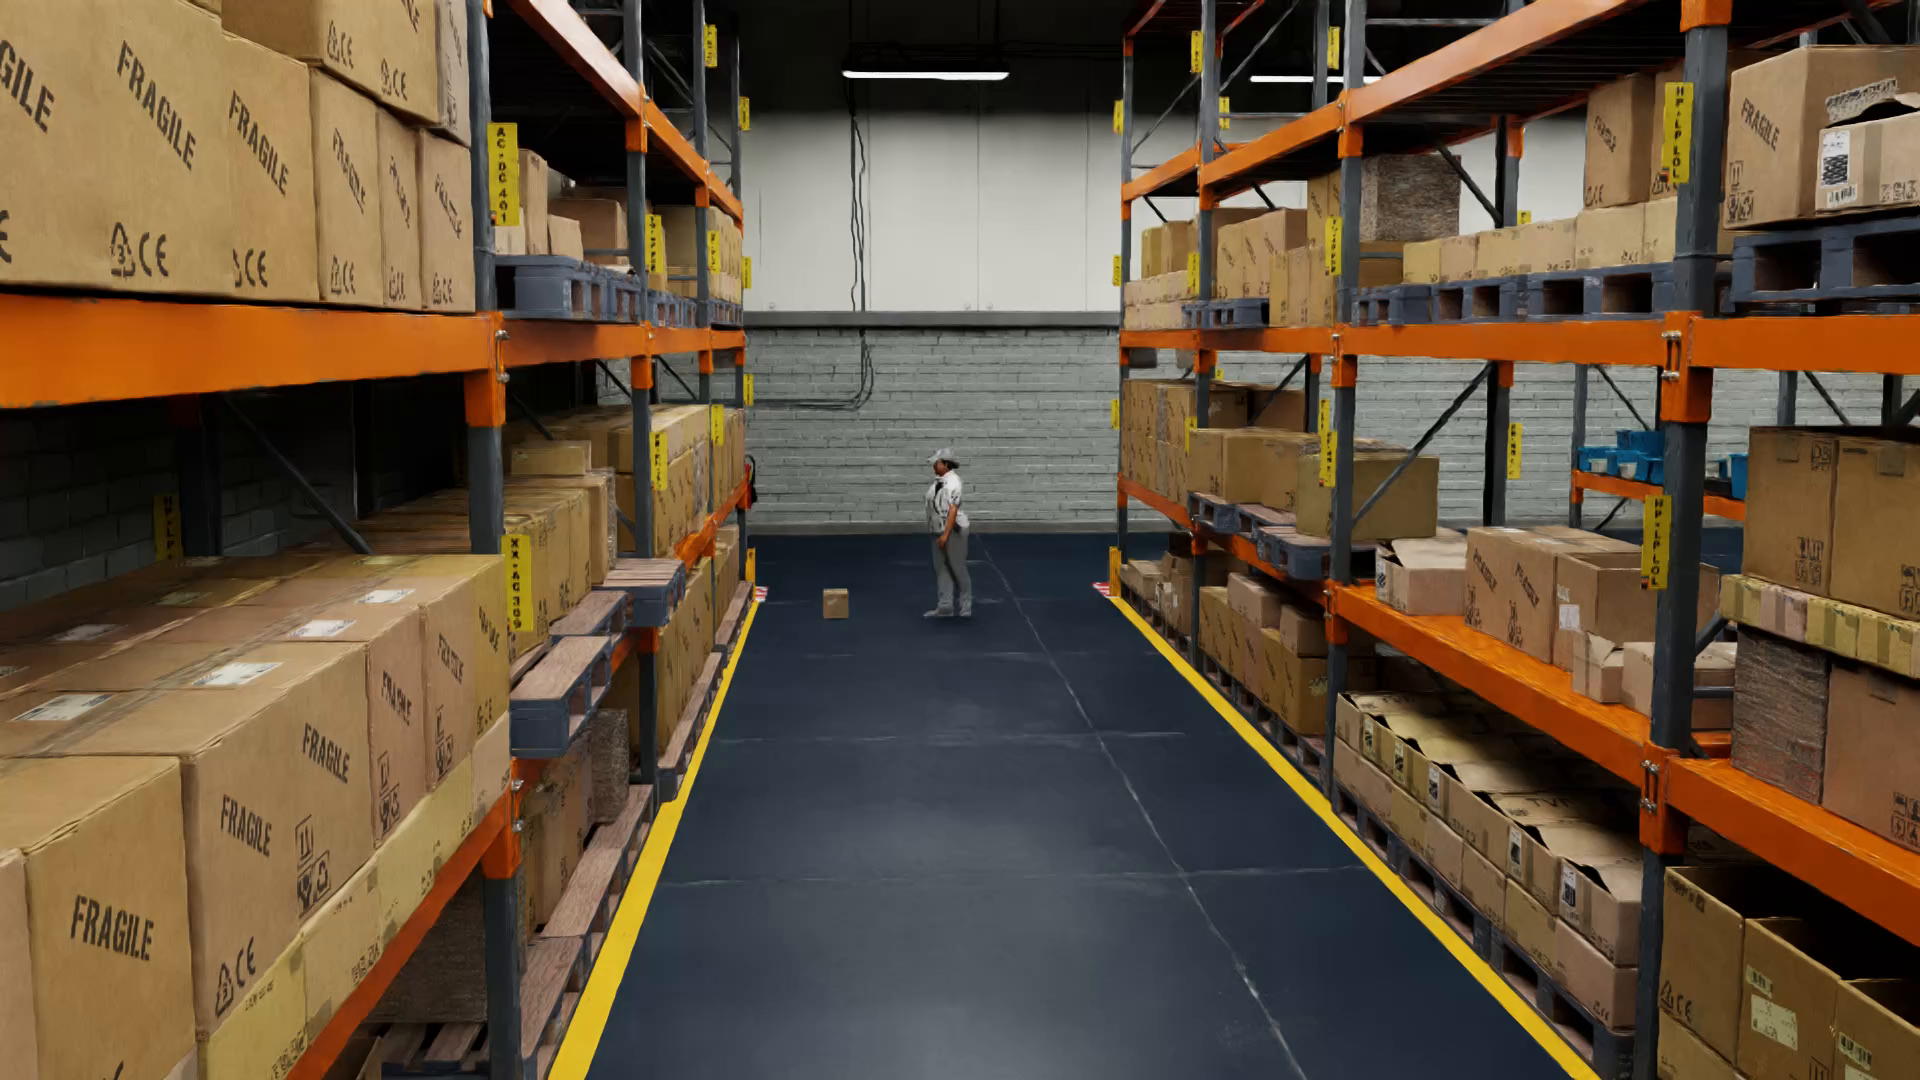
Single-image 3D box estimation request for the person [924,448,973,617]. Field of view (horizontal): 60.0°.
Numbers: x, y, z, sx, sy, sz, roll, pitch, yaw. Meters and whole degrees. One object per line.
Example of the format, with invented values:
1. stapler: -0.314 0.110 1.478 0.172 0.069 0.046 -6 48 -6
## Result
1. person: -0.097 -0.065 16.260 0.500 1.671 0.481 -4 8 -28
